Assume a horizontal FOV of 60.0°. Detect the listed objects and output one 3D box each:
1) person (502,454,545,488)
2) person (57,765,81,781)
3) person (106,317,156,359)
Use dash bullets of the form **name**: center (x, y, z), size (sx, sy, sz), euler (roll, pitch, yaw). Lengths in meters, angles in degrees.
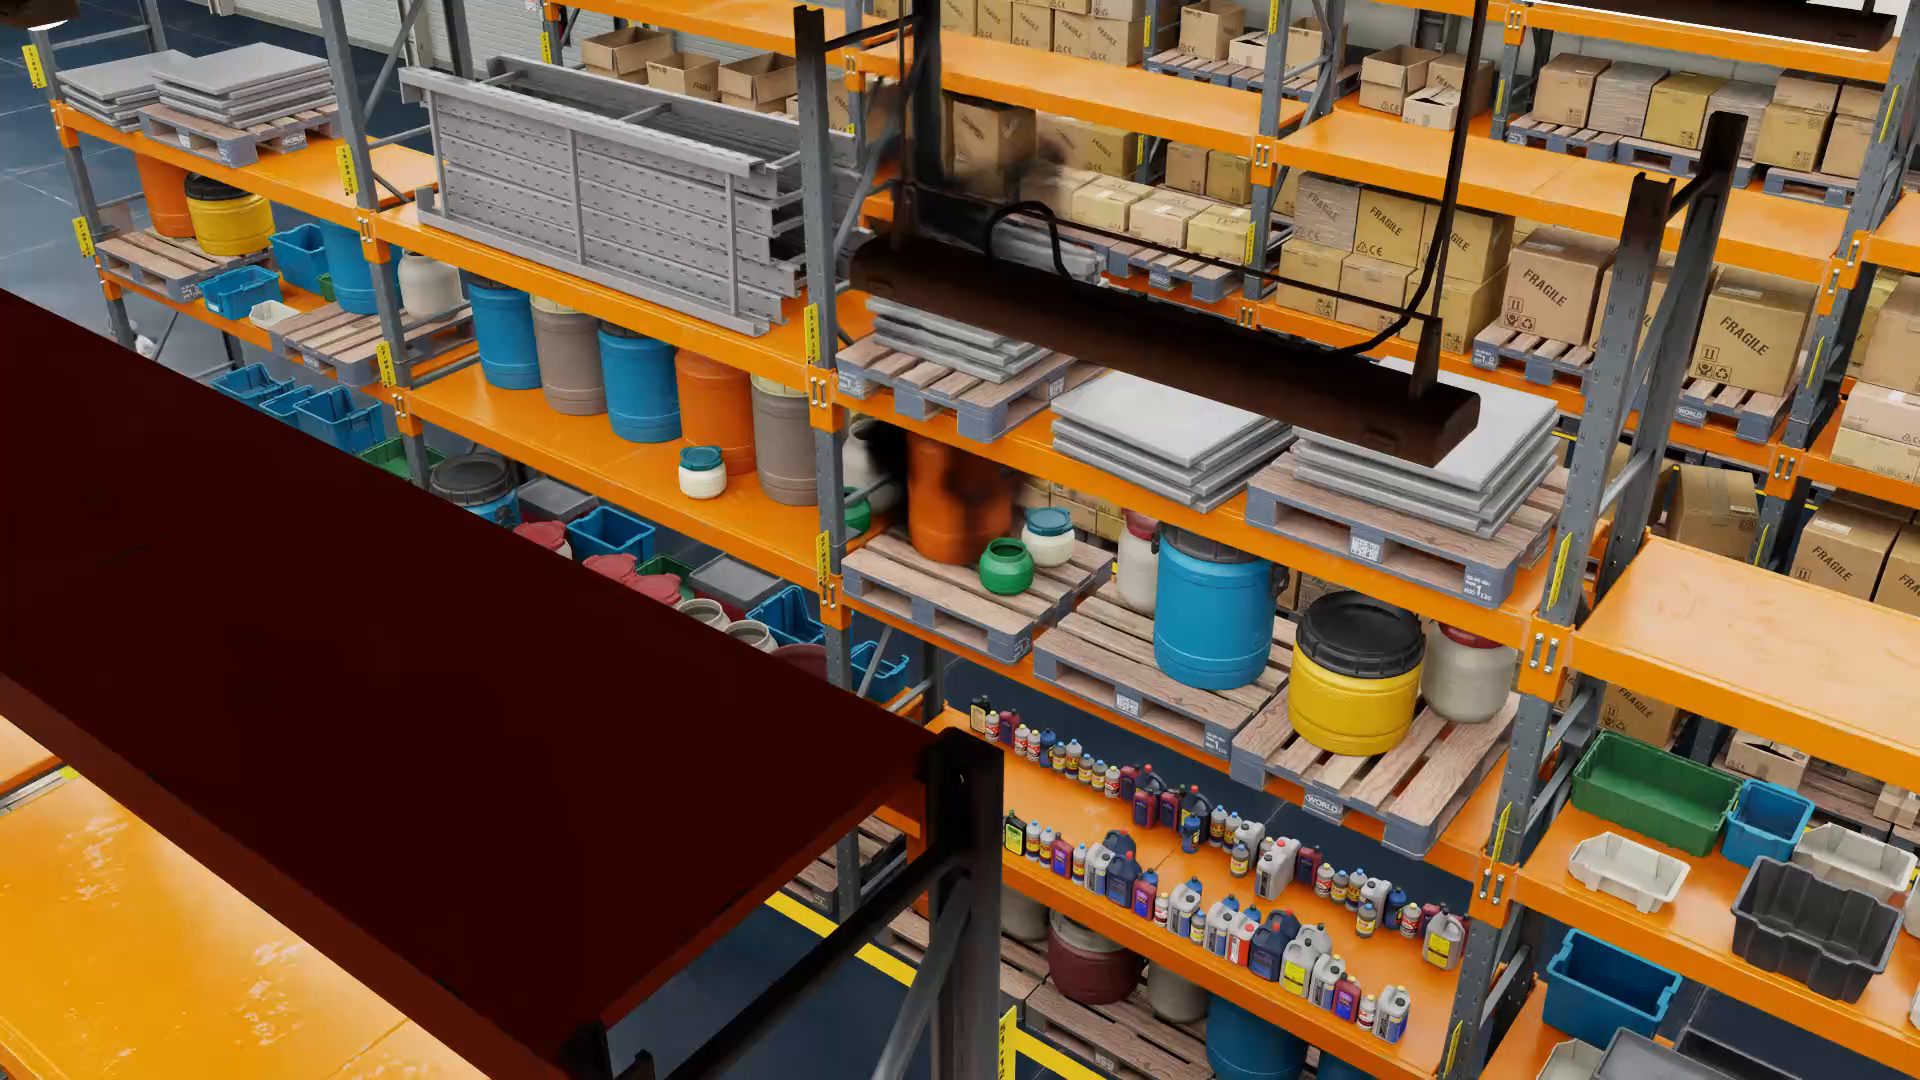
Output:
- **person**: center (-3.912, -0.745, 14.887), size (0.676, 1.748, 0.643), euler (20, 37, 29)
- **person**: center (-5.620, 1.795, 10.646), size (0.660, 1.741, 0.692), euler (13, 34, 20)
- **person**: center (-7.821, -1.395, 15.984), size (0.798, 1.675, 0.667), euler (-10, 33, -16)
